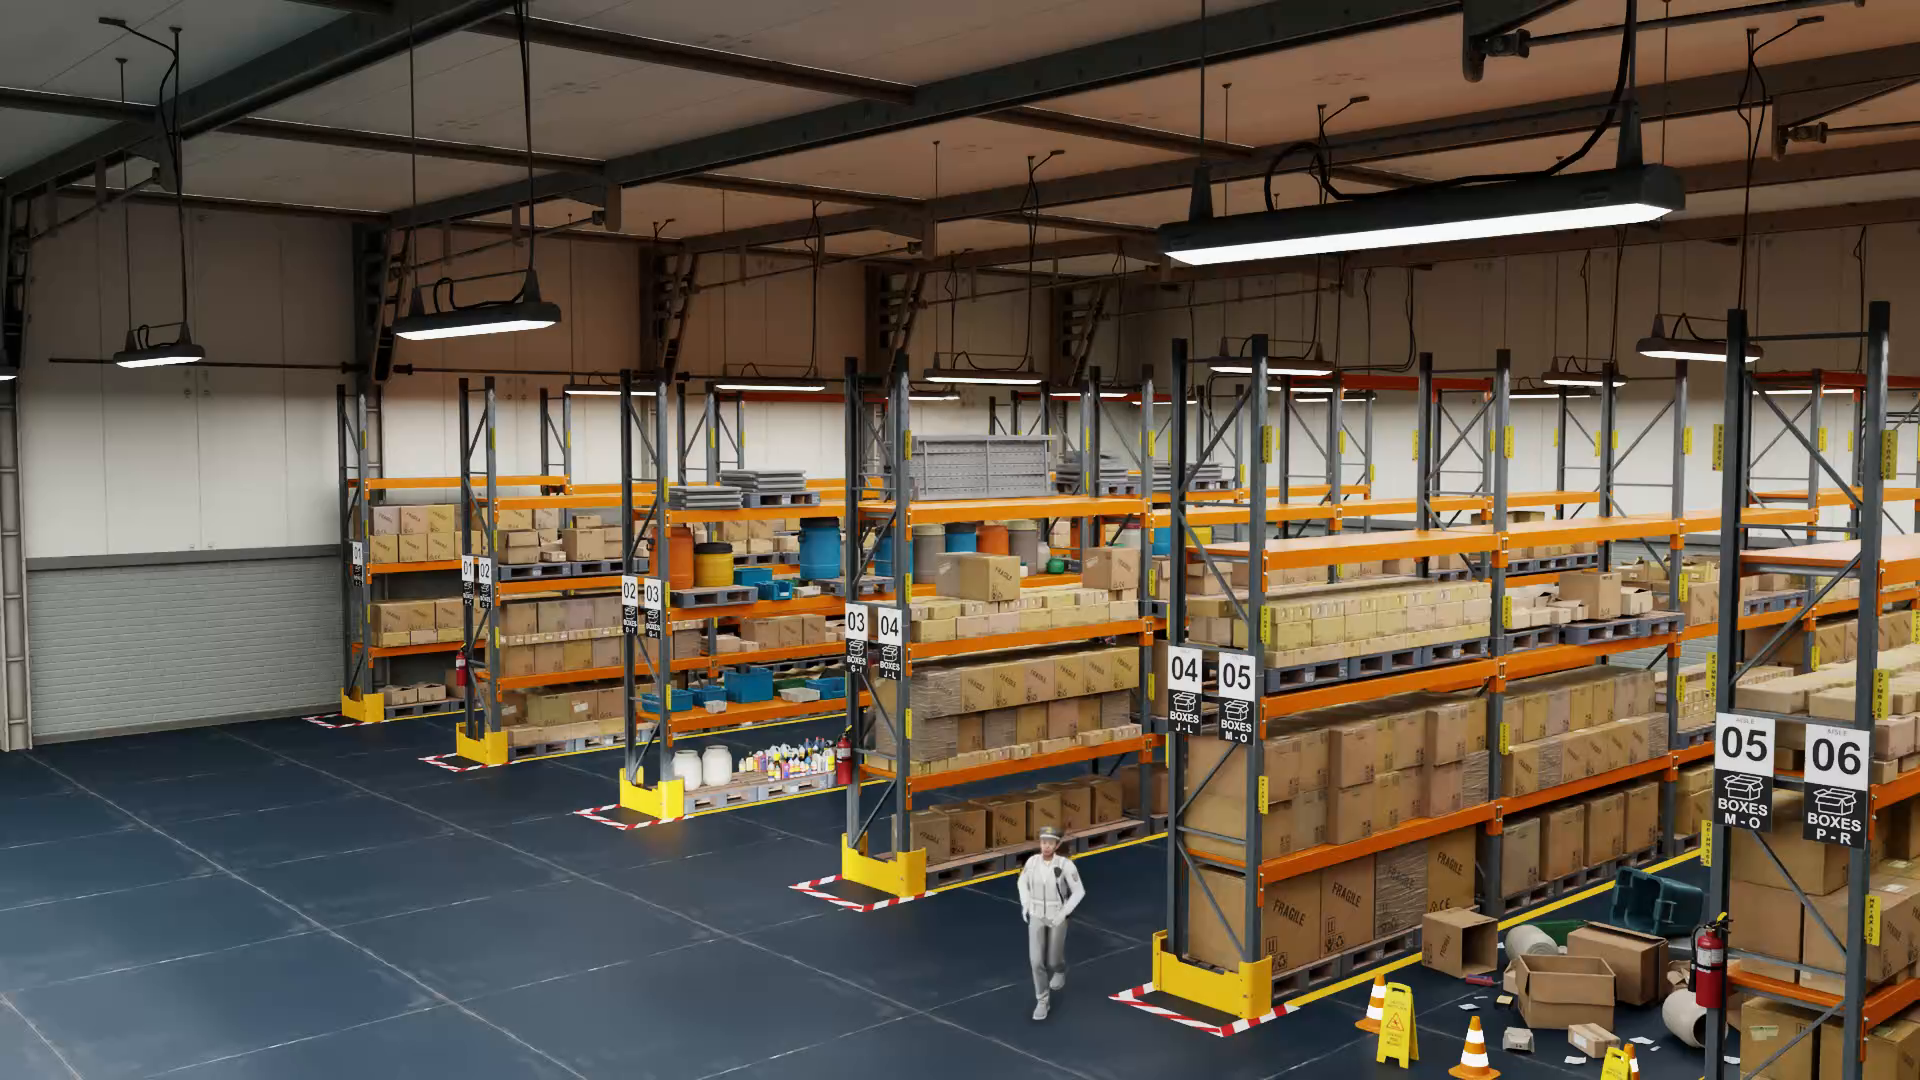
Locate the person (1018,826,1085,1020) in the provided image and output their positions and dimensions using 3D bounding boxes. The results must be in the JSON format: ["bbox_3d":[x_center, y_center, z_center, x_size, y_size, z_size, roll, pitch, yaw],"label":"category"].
[{"bbox_3d":[0.807,3.358,14.864,0.636,1.668,0.733,1,4,16],"label":"person"}]

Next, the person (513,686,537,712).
[{"bbox_3d":[-7.422,2.489,28.547,0.609,1.635,0.663,4,5,44],"label":"person"}]

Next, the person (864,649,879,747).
[{"bbox_3d":[-1.378,2.491,27.272,0.971,1.731,0.657,-3,5,-40],"label":"person"}]
